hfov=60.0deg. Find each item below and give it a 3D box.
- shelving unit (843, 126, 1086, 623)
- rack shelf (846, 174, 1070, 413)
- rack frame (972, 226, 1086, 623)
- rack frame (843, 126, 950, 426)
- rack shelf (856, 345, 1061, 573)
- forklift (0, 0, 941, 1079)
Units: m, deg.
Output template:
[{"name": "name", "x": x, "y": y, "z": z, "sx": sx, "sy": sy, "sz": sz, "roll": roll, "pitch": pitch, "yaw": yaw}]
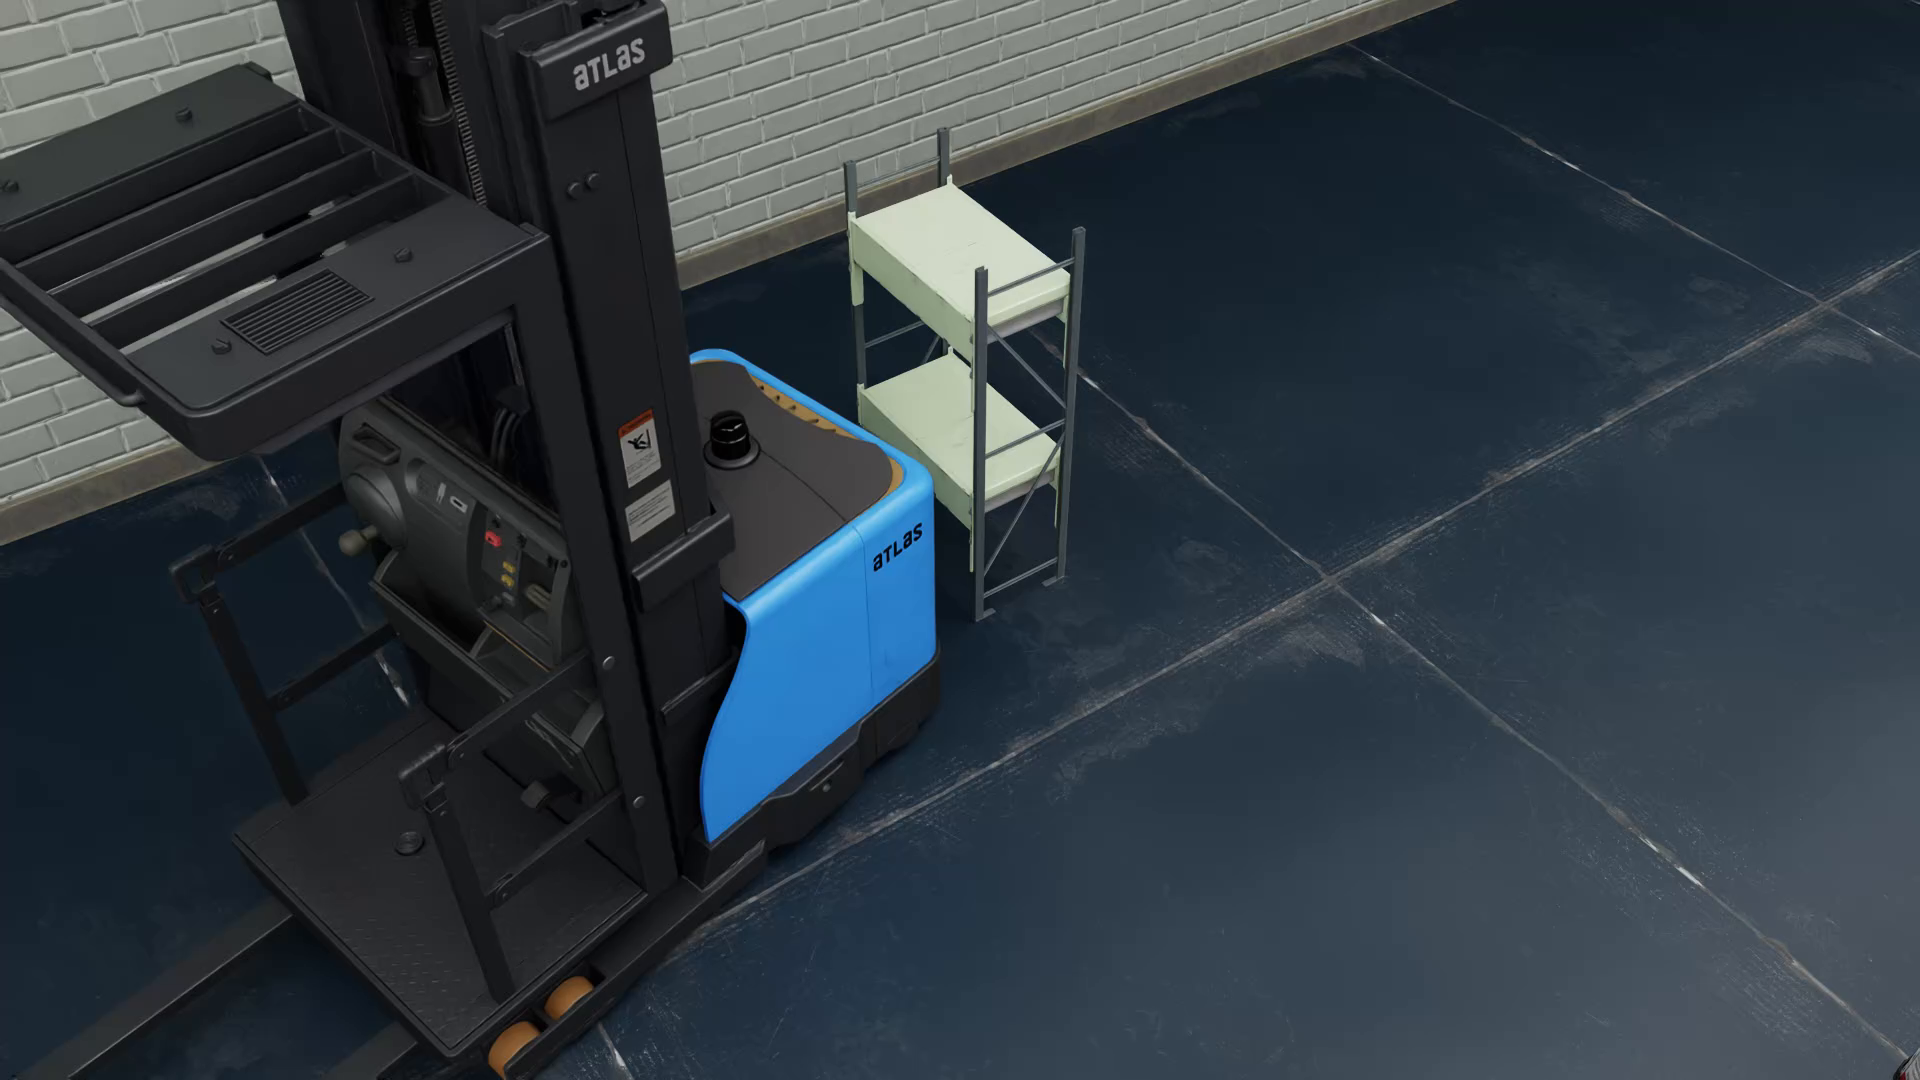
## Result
[{"name": "shelving unit", "x": 0.004, "y": -0.539, "z": 5.728, "sx": 0.431, "sy": 1.500, "sz": 0.755, "roll": -26, "pitch": 49, "yaw": -24}, {"name": "rack shelf", "x": 0.004, "y": -0.821, "z": 5.459, "sx": 0.431, "sy": 0.370, "sz": 0.720, "roll": -26, "pitch": 49, "yaw": -24}, {"name": "rack frame", "x": 0.213, "y": -0.331, "z": 5.511, "sx": 0.400, "sy": 1.500, "sz": 0.023, "roll": -26, "pitch": 49, "yaw": -24}, {"name": "rack frame", "x": -0.206, "y": -0.746, "z": 5.945, "sx": 0.400, "sy": 1.500, "sz": 0.023, "roll": -26, "pitch": 49, "yaw": -24}, {"name": "rack shelf", "x": 0.004, "y": -0.303, "z": 5.953, "sx": 0.431, "sy": 0.370, "sz": 0.720, "roll": -26, "pitch": 49, "yaw": -24}, {"name": "forklift", "x": -1.416, "y": 0.054, "z": 4.070, "sx": 1.130, "sy": 2.935, "sz": 3.031, "roll": 31, "pitch": 52, "yaw": 29}]
